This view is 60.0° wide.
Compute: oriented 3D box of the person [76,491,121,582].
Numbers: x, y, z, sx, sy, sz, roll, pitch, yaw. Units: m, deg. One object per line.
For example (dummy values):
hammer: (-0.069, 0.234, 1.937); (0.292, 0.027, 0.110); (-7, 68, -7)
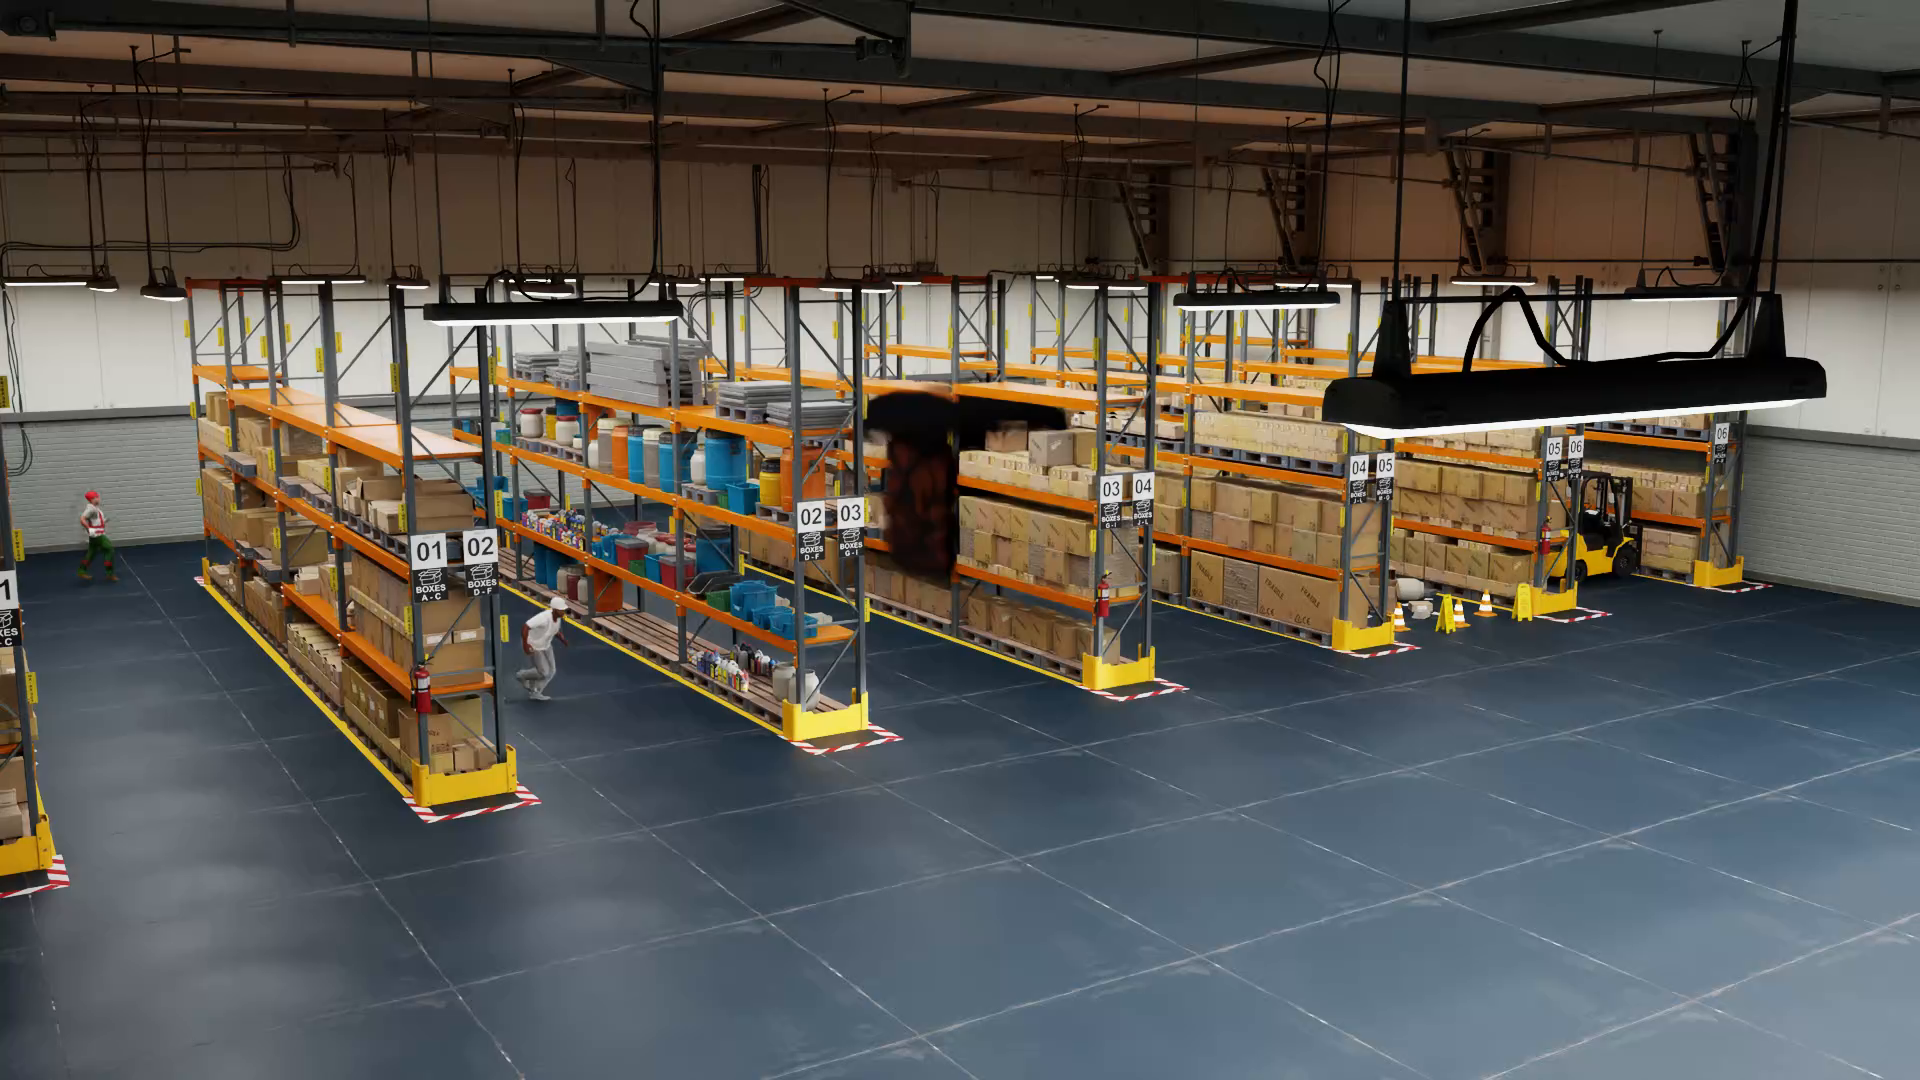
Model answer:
person: (-17.098, -0.054, 32.903); (0.805, 1.846, 0.642); (-7, 12, -35)

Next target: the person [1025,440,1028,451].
person: (2.011, -2.431, 47.333); (0.583, 1.673, 0.839); (9, 13, 42)

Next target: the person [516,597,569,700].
person: (-6.042, 1.575, 23.986); (0.932, 1.563, 0.729); (4, 10, 24)
